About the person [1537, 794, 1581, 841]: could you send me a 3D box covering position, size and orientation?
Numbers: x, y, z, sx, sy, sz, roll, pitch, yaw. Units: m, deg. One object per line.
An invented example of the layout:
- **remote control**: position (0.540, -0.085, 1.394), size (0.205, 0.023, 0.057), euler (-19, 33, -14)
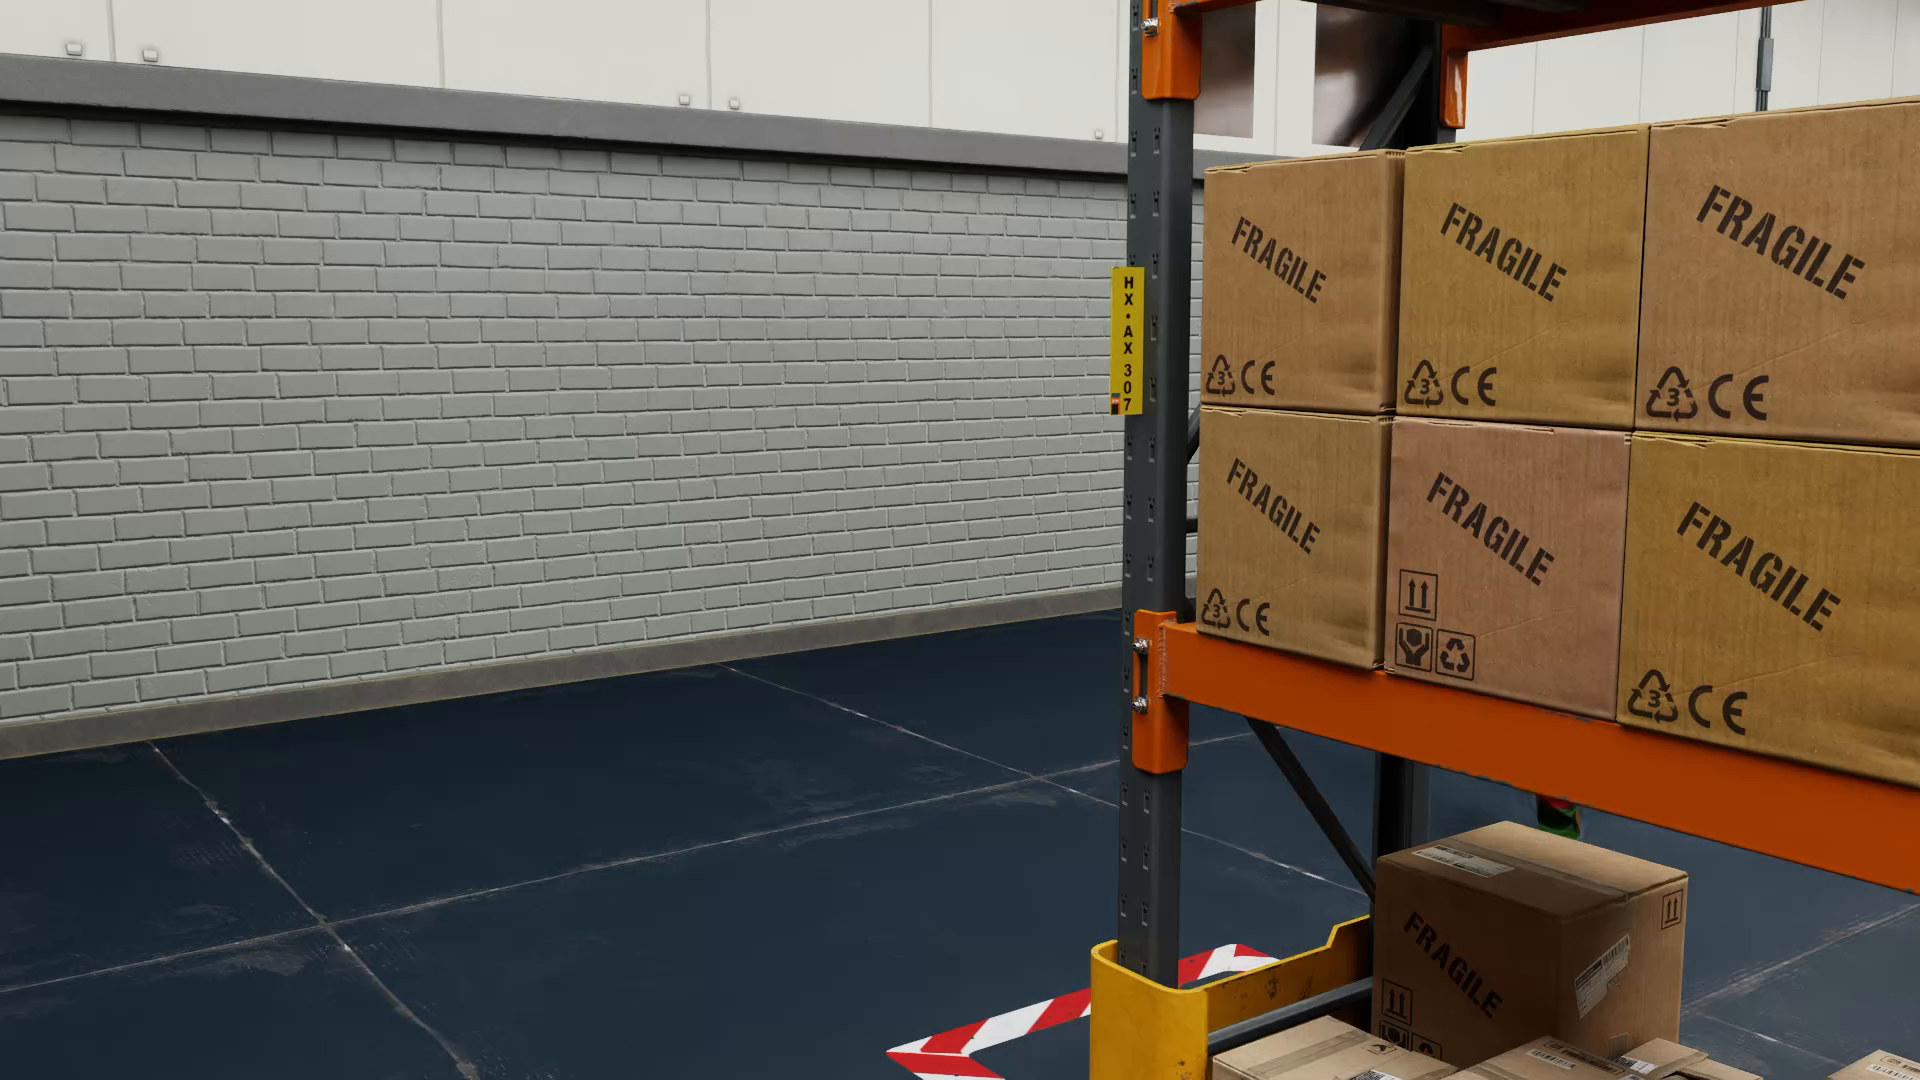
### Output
- **person**: position (2.189, 0.291, 5.881), size (0.558, 1.778, 0.555), euler (-2, 8, -16)
